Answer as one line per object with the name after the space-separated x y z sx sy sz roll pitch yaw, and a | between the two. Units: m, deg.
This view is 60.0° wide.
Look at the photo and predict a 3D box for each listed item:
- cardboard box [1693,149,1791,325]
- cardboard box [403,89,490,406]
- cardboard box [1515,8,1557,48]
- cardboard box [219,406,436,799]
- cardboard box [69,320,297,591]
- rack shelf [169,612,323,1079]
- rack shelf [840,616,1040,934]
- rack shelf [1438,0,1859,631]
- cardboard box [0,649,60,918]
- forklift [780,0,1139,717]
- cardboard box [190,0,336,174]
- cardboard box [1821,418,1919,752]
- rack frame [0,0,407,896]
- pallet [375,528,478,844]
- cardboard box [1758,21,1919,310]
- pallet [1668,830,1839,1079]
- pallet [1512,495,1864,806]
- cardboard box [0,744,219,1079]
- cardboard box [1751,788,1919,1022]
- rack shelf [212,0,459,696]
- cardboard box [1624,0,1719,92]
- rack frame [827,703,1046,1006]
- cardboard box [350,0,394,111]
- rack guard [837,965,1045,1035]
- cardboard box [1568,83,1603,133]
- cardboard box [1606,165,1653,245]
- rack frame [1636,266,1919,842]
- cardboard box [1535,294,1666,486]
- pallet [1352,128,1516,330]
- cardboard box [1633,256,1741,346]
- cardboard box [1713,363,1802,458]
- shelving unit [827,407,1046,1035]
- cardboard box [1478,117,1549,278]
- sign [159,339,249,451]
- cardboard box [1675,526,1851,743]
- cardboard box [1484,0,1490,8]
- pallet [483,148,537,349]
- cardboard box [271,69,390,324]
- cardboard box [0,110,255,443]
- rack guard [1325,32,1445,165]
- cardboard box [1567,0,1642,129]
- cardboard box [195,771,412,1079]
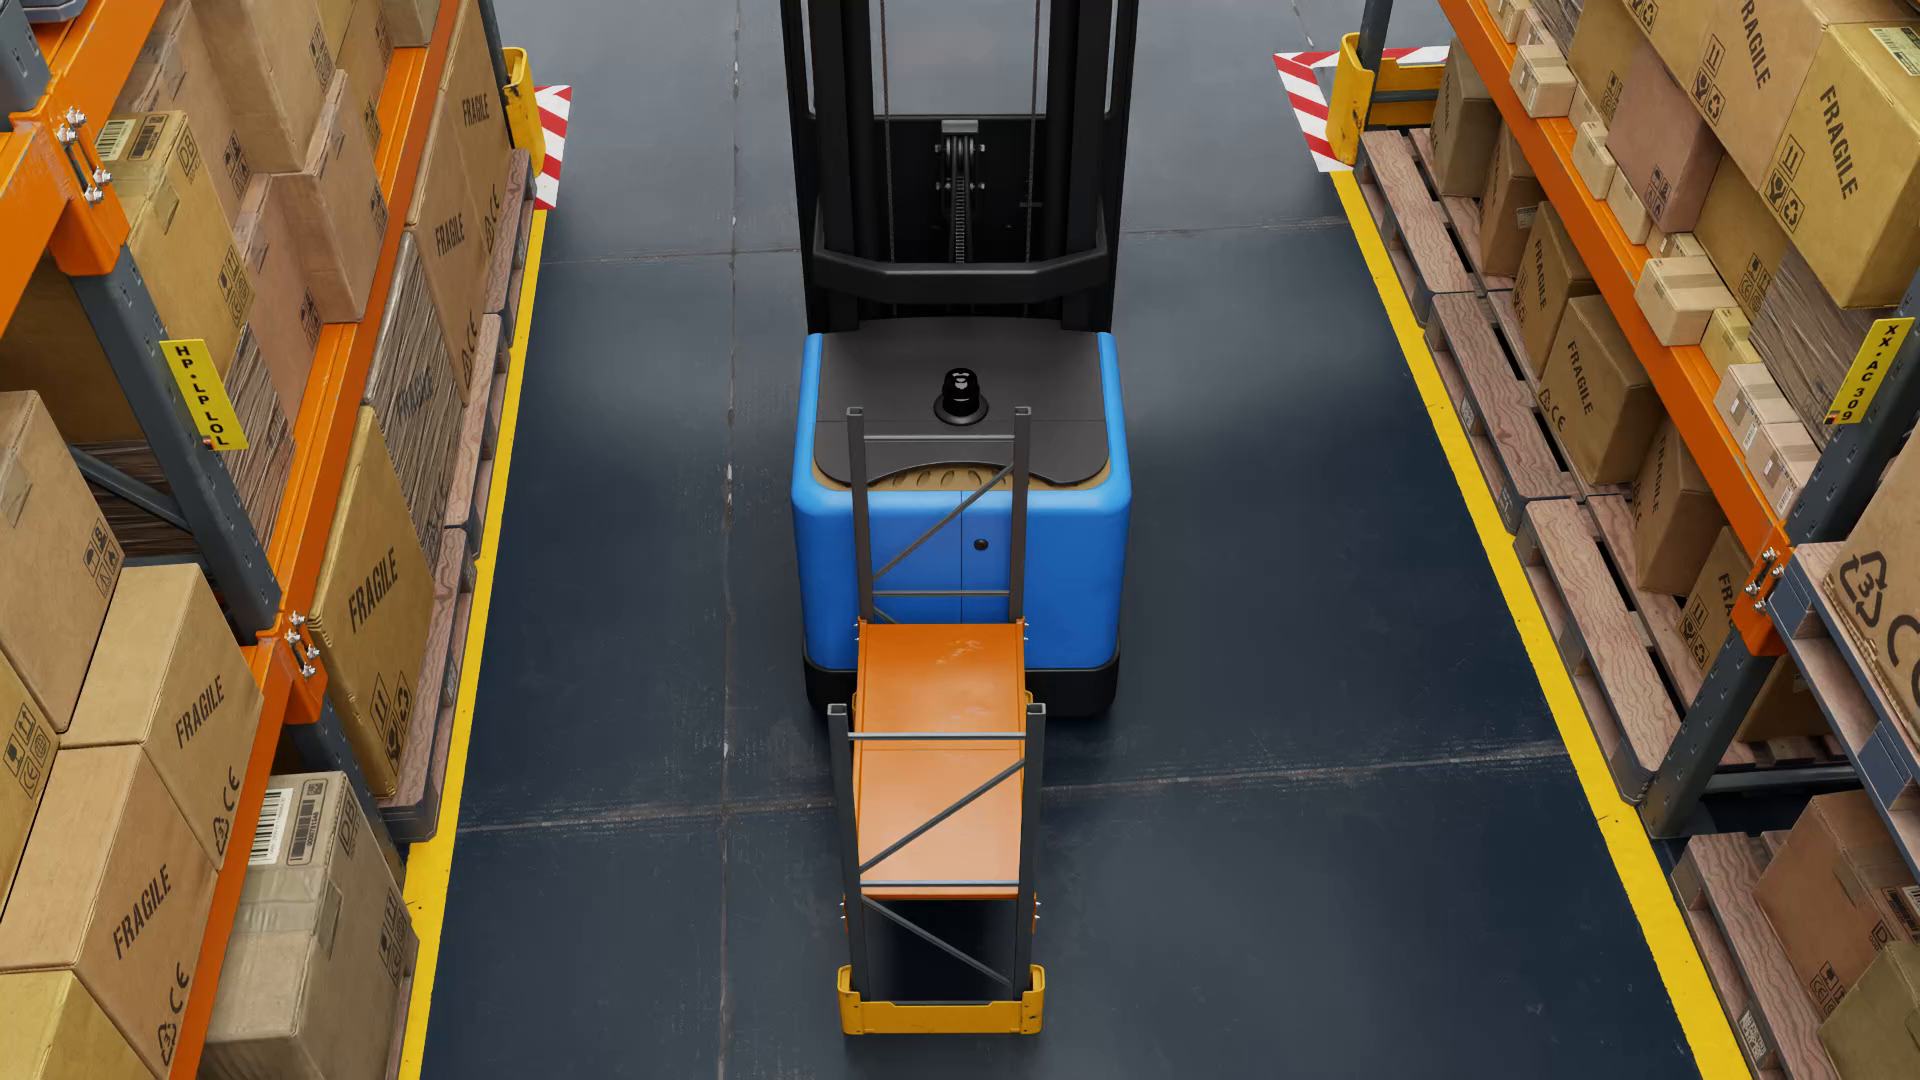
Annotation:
2.725 -0.970 4.829 0.875 0.500 0.500 -3 47 -3 | cardboard box
-2.380 -1.097 6.397 0.875 0.875 0.875 -4 47 -4 | cardboard box
2.270 -1.823 6.084 0.380 0.149 0.250 -3 47 -3 | cardboard box
-2.226 0.215 5.155 0.875 0.875 0.875 -3 47 -3 | cardboard box
-2.286 -0.230 4.298 0.875 0.550 0.550 -3 47 -3 | cardboard box
-2.076 1.782 2.991 1.077 0.370 4.000 -3 47 -3 | rack shelf
-0.055 0.658 4.842 0.538 0.185 1.000 0 47 0 | rack shelf
2.540 -1.340 5.949 1.077 0.370 4.000 -3 47 -3 | rack shelf
-2.151 0.441 3.009 0.700 0.500 0.500 -4 47 -4 | cardboard box
-0.003 -1.465 5.618 1.130 2.935 3.031 0 47 0 | forklift
-2.310 -1.394 4.657 0.875 0.550 0.550 -3 47 -3 | cardboard box
2.635 0.092 3.394 1.000 1.000 1.000 -3 47 -3 | cardboard box
-2.243 0.088 4.101 1.000 3.000 0.127 -3 47 -3 | rack frame
-2.229 0.492 5.639 1.003 0.211 1.213 -3 47 -3 | pallet
2.396 -0.930 4.102 0.500 0.500 0.500 -3 47 -3 | cardboard box
2.774 1.382 4.796 1.003 0.211 1.213 -3 47 -3 | pallet
2.616 0.335 5.787 1.003 0.211 1.213 -3 47 -3 | pallet
-1.891 0.781 3.376 0.500 0.500 0.500 -4 47 -4 | cardboard box
2.738 1.014 4.643 0.700 0.500 0.500 -7 47 -6 | cardboard box
-2.411 -1.112 5.732 1.077 0.370 4.000 -3 47 -3 | rack shelf
2.312 -1.653 4.787 0.500 0.500 0.500 -3 47 -3 | cardboard box
-0.054 0.903 4.361 0.500 1.500 0.032 0 47 0 | rack frame
-2.512 -1.782 5.769 0.875 0.550 0.550 -3 47 -3 | cardboard box
-0.054 1.332 4.816 0.587 0.250 0.087 0 47 0 | rack guard
2.341 -1.463 5.743 0.380 0.149 0.250 -3 47 -3 | cardboard box
2.341 -1.099 5.398 0.380 0.149 0.250 -3 47 -3 | cardboard box
2.708 -0.140 4.317 1.000 3.000 0.127 -3 47 -3 | rack frame
2.528 -0.575 6.161 0.500 0.500 0.500 -7 47 -7 | cardboard box
2.412 -1.431 7.459 1.003 0.211 1.213 -3 47 -3 | pallet
2.292 -0.732 5.050 0.380 0.149 0.250 -3 47 -3 | cardboard box
2.385 -0.373 4.710 0.380 0.149 0.250 -3 47 -3 | cardboard box
-0.055 0.541 4.705 0.587 1.500 1.083 0 47 0 | shelving unit
2.493 -1.436 6.976 0.500 0.500 0.500 8 47 7 | cardboard box
-1.703 -0.323 3.747 0.100 0.325 0.005 -3 47 -3 | sign
2.714 0.283 5.348 0.500 0.500 0.500 -5 47 -5 | cardboard box
2.209 -2.184 6.425 0.380 0.149 0.250 -3 47 -3 | cardboard box
-2.433 -1.273 7.311 1.003 0.211 1.213 -3 47 -3 | pallet
-2.283 -1.024 5.051 0.875 0.550 0.550 -3 47 -3 | cardboard box
-2.240 -0.604 3.909 0.875 0.550 0.550 -3 47 -3 | cardboard box
2.379 -2.120 7.913 1.175 0.500 0.348 -3 47 -3 | rack guard
2.582 -1.690 5.511 0.875 0.500 0.500 -3 47 -3 | cardboard box
-2.102 1.161 4.345 1.050 0.750 0.750 -4 47 -3 | cardboard box
